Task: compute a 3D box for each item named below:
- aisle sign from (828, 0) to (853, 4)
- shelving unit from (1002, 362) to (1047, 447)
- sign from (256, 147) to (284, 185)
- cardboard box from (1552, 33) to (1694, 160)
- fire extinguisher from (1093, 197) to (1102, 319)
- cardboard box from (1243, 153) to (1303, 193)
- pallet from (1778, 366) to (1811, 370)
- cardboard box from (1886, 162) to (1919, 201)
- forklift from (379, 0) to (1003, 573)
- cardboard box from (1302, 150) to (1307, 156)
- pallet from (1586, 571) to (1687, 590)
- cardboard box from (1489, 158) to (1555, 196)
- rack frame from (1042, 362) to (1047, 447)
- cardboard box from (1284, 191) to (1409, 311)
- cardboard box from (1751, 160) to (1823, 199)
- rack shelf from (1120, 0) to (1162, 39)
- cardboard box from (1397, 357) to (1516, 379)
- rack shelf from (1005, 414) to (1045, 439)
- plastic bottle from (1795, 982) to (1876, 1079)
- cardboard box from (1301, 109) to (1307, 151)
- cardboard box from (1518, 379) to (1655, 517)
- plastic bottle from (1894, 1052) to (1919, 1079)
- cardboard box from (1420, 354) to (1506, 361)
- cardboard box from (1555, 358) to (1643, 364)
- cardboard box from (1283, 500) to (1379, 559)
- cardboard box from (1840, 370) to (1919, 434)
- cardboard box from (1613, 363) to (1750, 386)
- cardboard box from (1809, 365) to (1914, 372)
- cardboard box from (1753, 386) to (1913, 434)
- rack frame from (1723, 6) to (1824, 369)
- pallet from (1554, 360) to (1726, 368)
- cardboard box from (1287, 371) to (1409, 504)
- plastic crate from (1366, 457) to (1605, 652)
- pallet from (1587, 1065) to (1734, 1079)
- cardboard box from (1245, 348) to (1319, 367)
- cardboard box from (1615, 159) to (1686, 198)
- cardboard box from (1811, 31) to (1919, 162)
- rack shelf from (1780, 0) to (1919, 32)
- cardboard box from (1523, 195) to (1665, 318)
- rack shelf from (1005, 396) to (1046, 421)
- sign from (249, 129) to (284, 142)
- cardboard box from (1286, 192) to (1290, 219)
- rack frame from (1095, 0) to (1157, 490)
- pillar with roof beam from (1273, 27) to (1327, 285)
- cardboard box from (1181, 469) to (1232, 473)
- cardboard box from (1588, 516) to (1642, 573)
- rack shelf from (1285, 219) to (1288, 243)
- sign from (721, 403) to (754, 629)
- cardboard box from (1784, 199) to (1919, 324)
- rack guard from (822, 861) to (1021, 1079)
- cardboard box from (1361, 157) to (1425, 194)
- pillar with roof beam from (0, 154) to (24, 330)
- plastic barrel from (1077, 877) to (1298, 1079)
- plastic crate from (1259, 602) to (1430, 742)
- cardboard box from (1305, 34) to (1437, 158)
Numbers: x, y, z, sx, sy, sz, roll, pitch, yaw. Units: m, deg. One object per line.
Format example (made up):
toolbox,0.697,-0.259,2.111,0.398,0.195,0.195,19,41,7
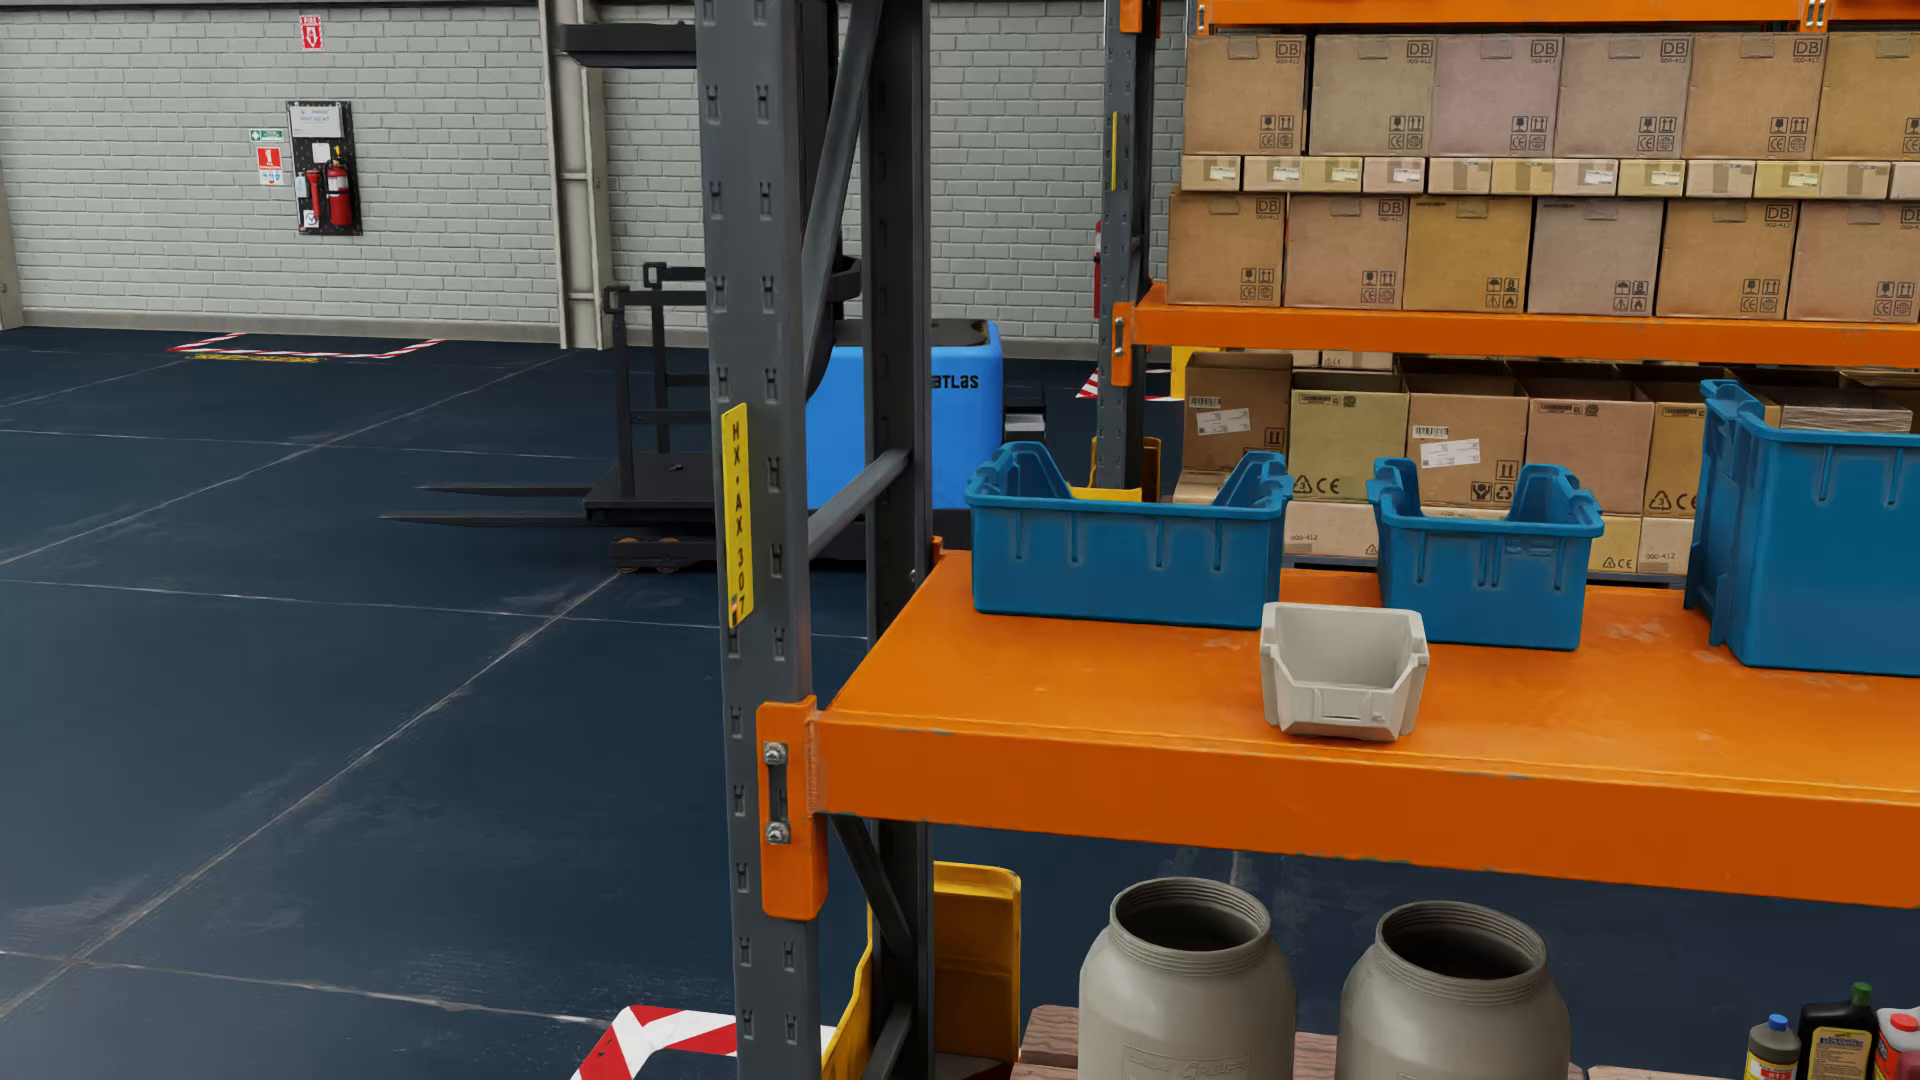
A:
aisle sign,-0.229,-1.381,2.989,0.004,0.787,0.394,3,16,11
shelving unit,0.320,-0.428,8.352,0.210,0.900,0.258,0,15,0
sign,-6.200,-3.362,14.942,0.234,0.329,0.001,3,16,11
cardboard box,2.781,-1.905,7.132,0.500,0.500,0.700,3,16,11
fire extinguisher,0.749,-1.433,8.190,0.183,0.674,0.296,3,16,11
cardboard box,1.374,-1.613,7.292,0.250,0.149,0.380,3,16,10
pallet,6.439,-1.041,11.854,1.213,0.211,1.003,3,16,11
cardboard box,3.884,-1.476,6.798,0.250,0.149,0.380,3,16,9
forklift,-1.303,-1.396,8.041,3.031,2.935,1.130,0,15,0
cardboard box,1.693,-1.705,7.627,0.250,0.149,0.380,3,16,10
pallet,2.722,0.097,7.747,1.213,0.211,1.003,3,16,11
cardboard box,2.377,-1.558,7.095,0.250,0.149,0.380,3,16,10
rack frame,0.422,-0.428,8.352,0.006,0.900,0.240,0,15,0
cardboard box,1.743,-1.336,7.507,0.500,0.500,0.700,4,16,13
cardboard box,3.387,-1.503,6.898,0.250,0.149,0.380,3,16,11
rack shelf,2.733,-2.335,7.030,4.000,0.370,1.077,3,16,11
cardboard box,2.340,-0.581,7.930,0.500,0.500,0.500,3,16,11
rack shelf,0.320,-0.570,8.313,0.200,0.077,0.258,0,15,0
plastic bottle,1.787,1.035,3.402,0.133,0.283,0.061,4,16,12
cardboard box,2.647,-2.804,11.835,0.500,0.500,0.500,3,16,11
cardboard box,2.723,-0.414,7.326,0.500,0.500,0.500,3,16,11
plastic bottle,1.890,1.082,3.232,0.133,0.283,0.061,3,16,11
cardboard box,3.684,-1.503,12.157,0.500,0.500,0.700,2,16,8
cardboard box,4.651,-1.478,12.066,0.500,0.500,0.500,2,16,7
cardboard box,1.745,-0.107,7.624,0.500,0.250,0.500,3,16,11
cardboard box,4.300,-0.475,7.546,0.500,0.500,0.500,3,16,11
cardboard box,3.321,-0.528,7.738,0.500,0.500,0.500,3,16,11
cardboard box,6.401,-1.398,11.779,0.500,0.500,0.700,4,16,13
cardboard box,3.707,-0.365,7.151,0.500,0.500,0.500,3,16,11
rack frame,5.676,-2.426,11.630,0.127,3.000,1.000,3,16,11
pallet,5.011,-1.108,12.097,1.213,0.211,1.003,3,16,11
cardboard box,1.744,-0.468,7.522,0.500,0.500,0.500,3,16,11
plastic crate,0.967,0.009,3.118,0.408,0.251,0.499,3,16,11
pallet,1.853,1.399,3.046,1.213,0.211,1.003,3,16,11
cardboard box,2.416,-1.494,12.480,0.500,0.311,0.500,1,16,5
cardboard box,2.879,-1.530,6.994,0.250,0.149,0.380,4,16,13
cardboard box,3.761,-1.851,6.939,0.500,0.500,0.700,3,16,11
rack shelf,7.636,-3.418,10.941,4.000,0.370,1.077,3,16,11
cardboard box,2.745,-1.281,7.309,0.500,0.500,0.700,4,16,13
rack shelf,0.320,-0.656,8.289,0.200,0.077,0.258,0,15,0
sign,-6.198,-3.614,14.862,0.331,0.109,0.001,3,16,11
cardboard box,2.171,-2.467,12.021,0.500,0.250,0.500,3,16,9
rack frame,0.773,-1.342,7.719,0.127,3.000,1.000,3,16,11
pillar with roof beam,1.757,-4.592,8.214,0.400,9.000,9.100,3,16,11
cardboard box,1.357,-0.268,8.206,0.500,0.250,0.500,3,16,11
cardboard box,2.724,-0.053,7.427,0.500,0.250,0.500,3,16,11
rack shelf,3.716,-2.185,12.110,4.000,0.370,1.077,3,16,11
sign,-0.332,-0.036,2.486,0.005,0.325,0.100,3,16,11
cardboard box,3.738,-1.226,7.112,0.500,0.500,0.700,3,16,11
rack guard,-0.134,1.150,3.405,0.348,0.500,1.175,3,16,11
cardboard box,1.865,-1.585,7.192,0.250,0.149,0.380,3,16,10
pillar with roof beam,-10.003,-5.231,10.518,0.400,9.000,9.100,3,16,11
plastic barrel,0.442,0.965,3.263,0.421,0.512,0.421,0,15,0
plastic crate,0.595,0.212,2.601,0.250,0.136,0.298,3,16,11
cardboard box,1.796,-1.958,7.324,0.500,0.500,0.700,3,16,10
